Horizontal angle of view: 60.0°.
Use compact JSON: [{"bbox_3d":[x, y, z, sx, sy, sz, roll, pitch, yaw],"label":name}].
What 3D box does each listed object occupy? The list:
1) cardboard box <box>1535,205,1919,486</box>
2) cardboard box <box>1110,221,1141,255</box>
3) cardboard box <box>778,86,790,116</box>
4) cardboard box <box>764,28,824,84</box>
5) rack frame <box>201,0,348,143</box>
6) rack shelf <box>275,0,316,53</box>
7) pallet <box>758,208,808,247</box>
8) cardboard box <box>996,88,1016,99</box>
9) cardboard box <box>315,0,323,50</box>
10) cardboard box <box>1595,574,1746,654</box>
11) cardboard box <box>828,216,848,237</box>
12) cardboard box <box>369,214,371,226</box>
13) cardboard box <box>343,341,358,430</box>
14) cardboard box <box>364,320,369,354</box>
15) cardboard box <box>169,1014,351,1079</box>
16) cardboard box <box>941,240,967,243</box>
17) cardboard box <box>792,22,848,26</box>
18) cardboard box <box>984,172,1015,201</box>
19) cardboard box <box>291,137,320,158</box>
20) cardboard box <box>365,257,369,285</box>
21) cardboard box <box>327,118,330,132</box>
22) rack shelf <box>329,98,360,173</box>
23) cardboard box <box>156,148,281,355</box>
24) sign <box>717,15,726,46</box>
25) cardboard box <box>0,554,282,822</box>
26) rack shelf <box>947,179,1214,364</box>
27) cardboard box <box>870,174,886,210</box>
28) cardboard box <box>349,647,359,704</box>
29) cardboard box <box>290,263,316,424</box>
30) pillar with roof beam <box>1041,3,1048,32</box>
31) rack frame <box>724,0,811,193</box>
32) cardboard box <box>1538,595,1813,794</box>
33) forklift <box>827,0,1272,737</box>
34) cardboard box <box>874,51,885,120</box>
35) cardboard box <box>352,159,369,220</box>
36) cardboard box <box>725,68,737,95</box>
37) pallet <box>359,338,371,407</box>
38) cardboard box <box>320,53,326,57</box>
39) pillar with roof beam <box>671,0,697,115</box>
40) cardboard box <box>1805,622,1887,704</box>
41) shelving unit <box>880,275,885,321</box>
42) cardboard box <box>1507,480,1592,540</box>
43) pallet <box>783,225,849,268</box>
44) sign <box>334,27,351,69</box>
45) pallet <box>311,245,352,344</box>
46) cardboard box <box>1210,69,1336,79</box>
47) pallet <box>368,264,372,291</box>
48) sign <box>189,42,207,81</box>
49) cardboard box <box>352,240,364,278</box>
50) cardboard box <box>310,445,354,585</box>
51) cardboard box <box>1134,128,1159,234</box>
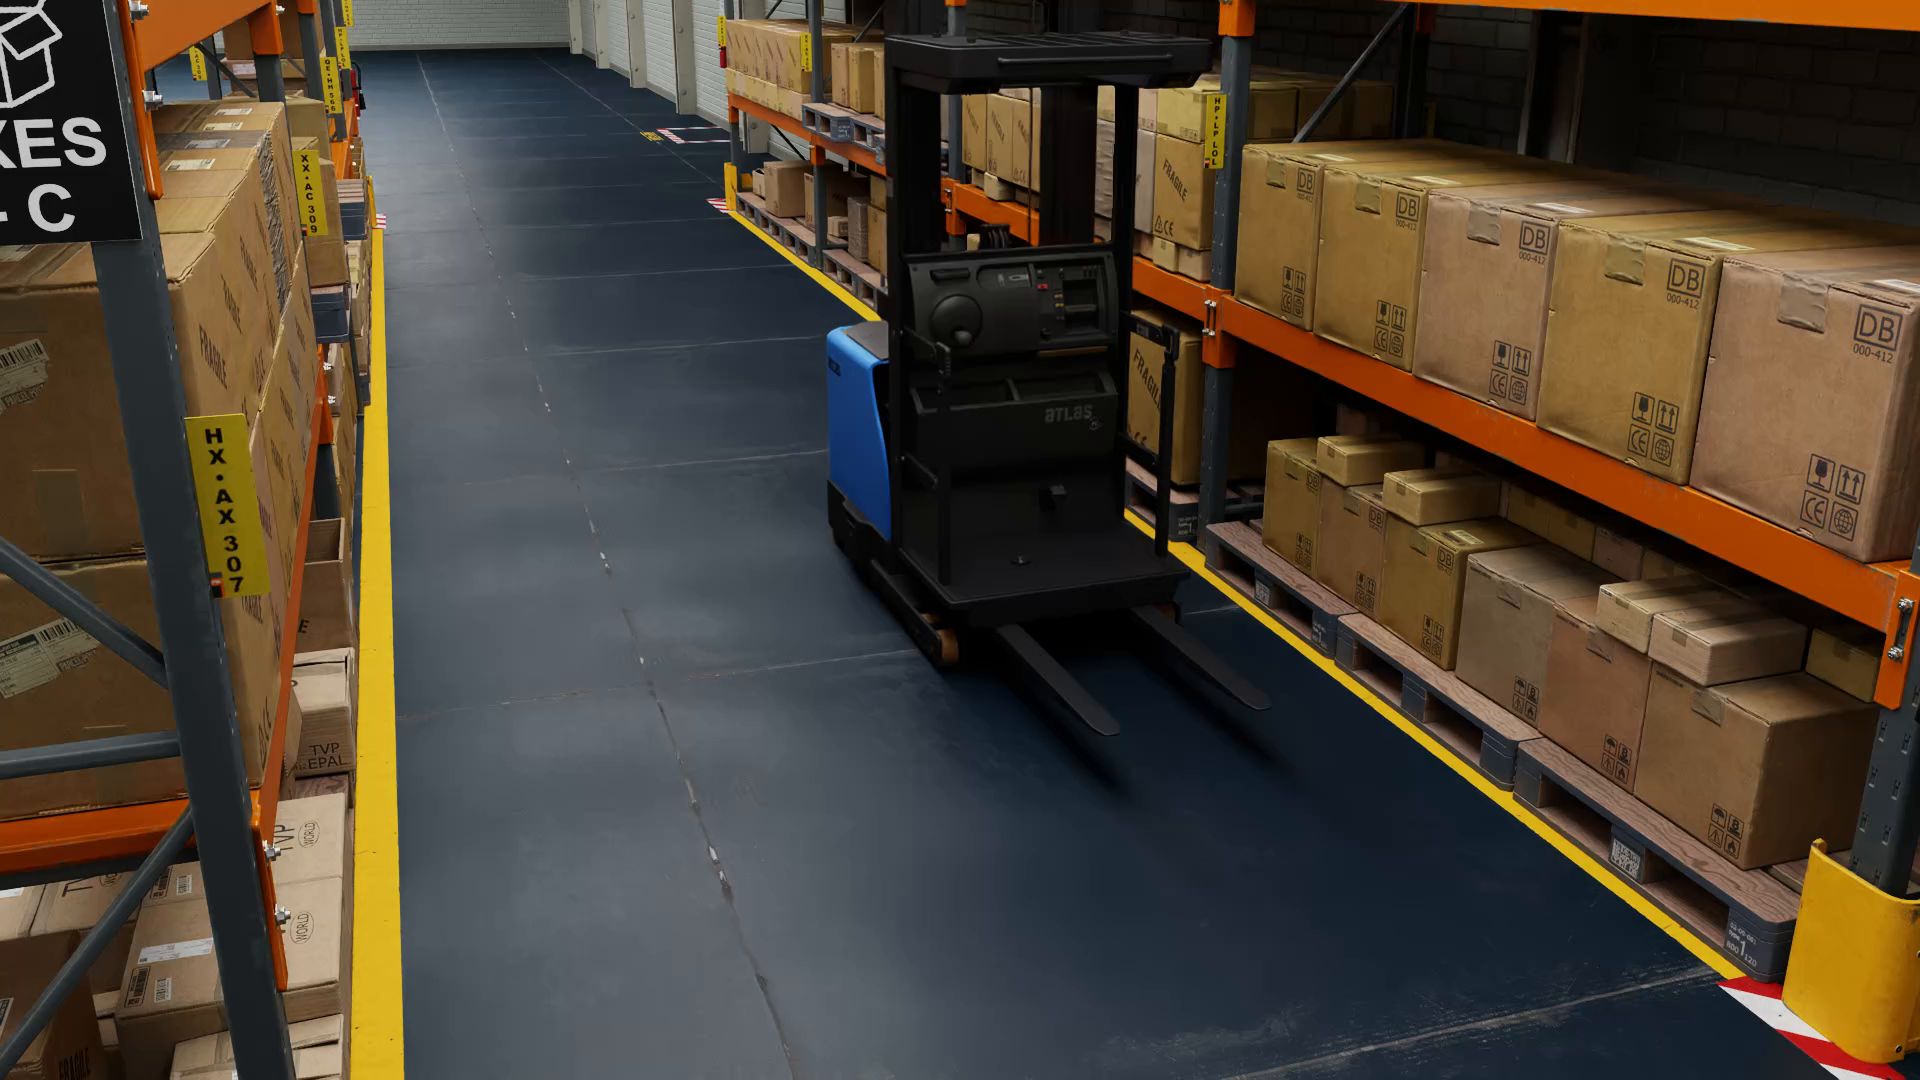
[{"bbox_3d":[2.520,-0.654,5.355,0.980,0.700,0.700,-7,21,-18],"label":"cardboard box"},{"bbox_3d":[1.017,-1.616,8.819,0.380,0.149,0.250,-6,21,-17],"label":"cardboard box"},{"bbox_3d":[-1.428,-4.188,15.831,0.500,0.250,0.500,-6,21,-17],"label":"cardboard box"},{"bbox_3d":[-1.596,-4.701,16.151,0.500,0.500,0.500,-7,21,-19],"label":"cardboard box"},{"bbox_3d":[-5.545,-3.441,13.559,1.000,3.000,0.127,-6,21,-17],"label":"rack frame"},{"bbox_3d":[-3.659,-2.589,7.813,1.077,0.370,4.000,-6,21,-17],"label":"rack shelf"},{"bbox_3d":[-1.475,-3.260,17.180,1.003,0.211,1.213,-6,21,-17],"label":"pallet"},{"bbox_3d":[0.482,-2.889,10.295,0.500,0.250,0.500,-7,21,-18],"label":"cardboard box"},{"bbox_3d":[-6.007,-4.563,14.616,0.700,0.500,0.500,-6,21,-17],"label":"cardboard box"},{"bbox_3d":[2.319,0.238,5.433,0.380,0.149,0.250,-6,21,-16],"label":"cardboard box"},{"bbox_3d":[-1.040,-3.010,15.901,0.380,0.166,0.250,-9,22,-24],"label":"cardboard box"},{"bbox_3d":[-5.870,-3.007,15.798,0.500,0.250,0.500,-6,21,-17],"label":"cardboard box"},{"bbox_3d":[-3.771,-0.913,9.567,0.500,0.500,0.500,-6,20,-15],"label":"cardboard box"},{"bbox_3d":[-4.332,-1.421,11.382,0.500,0.250,0.500,-7,21,-19],"label":"cardboard box"},{"bbox_3d":[-1.657,1.285,3.941,0.380,0.166,0.250,-6,21,-17],"label":"cardboard box"},{"bbox_3d":[0.087,-2.119,12.924,0.700,0.500,0.500,-6,21,-17],"label":"cardboard box"},{"bbox_3d":[-1.435,-5.087,17.225,0.500,0.500,0.500,-7,21,-19],"label":"cardboard box"},{"bbox_3d":[0.372,-2.270,10.640,0.380,0.149,0.250,-6,21,-16],"label":"cardboard box"},{"bbox_3d":[-3.243,-1.508,7.408,0.700,0.500,0.500,-3,20,-9],"label":"cardboard box"},{"bbox_3d":[-5.139,-2.242,13.668,0.500,0.250,0.500,-7,21,-18],"label":"cardboard box"},{"bbox_3d":[-5.862,-3.798,14.406,0.700,0.500,0.500,-7,21,-18],"label":"cardboard box"},{"bbox_3d":[-6.173,-3.744,15.467,1.077,0.370,4.000,-6,21,-17],"label":"rack shelf"},{"bbox_3d":[-2.147,-0.769,4.493,0.500,0.500,0.500,-7,21,-18],"label":"cardboard box"},{"bbox_3d":[-2.615,-5.602,18.294,0.100,0.325,0.005,-6,21,-17],"label":"sign"},{"bbox_3d":[-1.662,0.193,3.295,0.500,0.500,0.500,-6,21,-16],"label":"cardboard box"},{"bbox_3d":[1.043,-1.704,9.788,1.077,0.370,4.000,-6,21,-17],"label":"rack shelf"},{"bbox_3d":[-0.454,-2.977,14.204,0.500,0.250,0.500,-7,21,-18],"label":"cardboard box"},{"bbox_3d":[-2.407,0.528,6.076,0.380,0.149,0.250,-6,21,-17],"label":"cardboard box"},{"bbox_3d":[-2.466,-0.622,5.563,0.500,0.500,0.500,-6,21,-16],"label":"cardboard box"},{"bbox_3d":[-3.260,-5.560,10.583,9.100,9.000,0.400,-6,21,-17],"label":"pillar with roof beam"},{"bbox_3d":[-2.100,-5.252,18.601,1.000,3.000,0.127,-6,21,-17],"label":"rack frame"},{"bbox_3d":[2.456,0.487,5.701,0.700,0.500,0.500,-6,21,-17],"label":"cardboard box"},{"bbox_3d":[0.310,-1.002,6.869,1.130,2.935,3.031,-7,21,-19],"label":"forklift"},{"bbox_3d":[-0.310,-3.667,13.391,0.700,0.500,0.500,-4,20,-10],"label":"cardboard box"},{"bbox_3d":[-5.708,-3.200,15.226,0.500,0.500,0.500,-6,21,-17],"label":"cardboard box"},{"bbox_3d":[-2.248,-5.000,18.093,0.500,0.250,0.500,-7,21,-19],"label":"cardboard box"},{"bbox_3d":[-4.509,-1.113,11.203,1.003,0.211,1.213,-6,21,-17],"label":"pallet"},{"bbox_3d":[-5.607,-4.063,14.184,0.380,0.149,0.250,-7,21,-19],"label":"cardboard box"},{"bbox_3d":[-8.918,-11.336,26.665,9.100,9.000,0.400,-6,21,-17],"label":"pillar with roof beam"},{"bbox_3d":[2.843,0.361,5.091,0.380,0.149,0.250,-6,21,-17],"label":"cardboard box"},{"bbox_3d":[-0.221,-0.762,8.762,0.258,1.200,0.503,-7,21,-19],"label":"shelving unit"},{"bbox_3d":[2.364,-0.127,6.450,0.380,0.149,0.250,-7,21,-18],"label":"cardboard box"},{"bbox_3d":[-1.088,-2.868,16.088,1.003,0.211,1.213,-6,21,-17],"label":"pallet"},{"bbox_3d":[-5.033,-4.009,13.546,0.100,0.325,0.005,-6,21,-17],"label":"sign"},{"bbox_3d":[-3.178,-1.051,7.190,1.003,0.211,1.213,-6,21,-17],"label":"pallet"},{"bbox_3d":[1.603,-2.293,8.636,0.500,0.250,0.500,-6,21,-17],"label":"cardboard box"},{"bbox_3d":[-5.755,-2.388,14.753,1.003,0.211,1.213,-6,21,-17],"label":"pallet"},{"bbox_3d":[-6.071,-3.826,13.233,0.100,0.325,0.005,-6,21,-17],"label":"sign"},{"bbox_3d":[-4.821,-2.182,12.671,0.500,0.311,0.500,-6,21,-17],"label":"cardboard box"},{"bbox_3d":[-2.951,-0.085,7.264,0.500,0.500,0.500,-7,21,-20],"label":"cardboard box"},{"bbox_3d":[1.117,-1.882,8.600,0.500,0.500,0.500,-6,21,-17],"label":"cardboard box"}]
